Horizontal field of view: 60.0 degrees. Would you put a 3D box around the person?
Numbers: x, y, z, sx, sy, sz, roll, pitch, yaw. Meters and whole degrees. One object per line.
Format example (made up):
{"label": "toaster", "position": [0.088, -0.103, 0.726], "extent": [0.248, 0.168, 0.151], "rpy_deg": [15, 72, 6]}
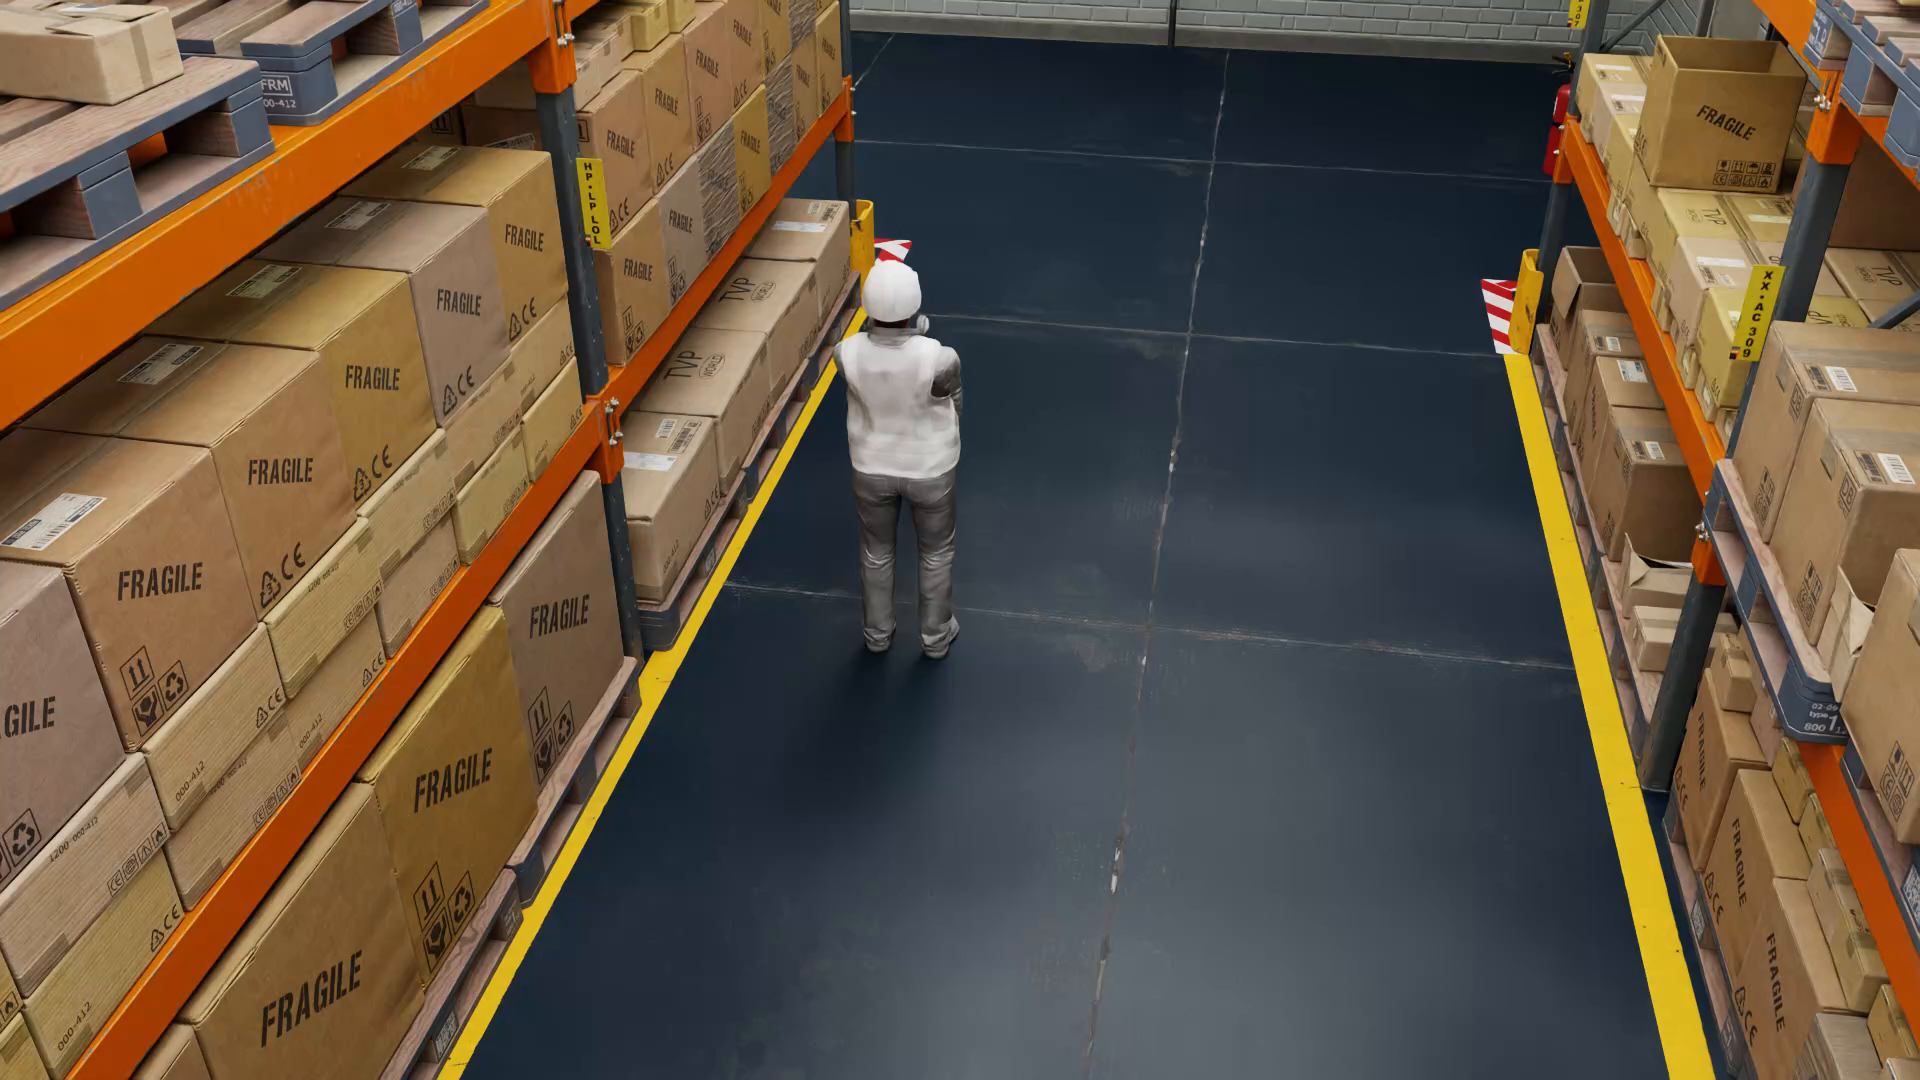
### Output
{"label": "person", "position": [-0.223, -0.354, 6.685], "extent": [0.494, 1.762, 0.556], "rpy_deg": [5, 33, 8]}
